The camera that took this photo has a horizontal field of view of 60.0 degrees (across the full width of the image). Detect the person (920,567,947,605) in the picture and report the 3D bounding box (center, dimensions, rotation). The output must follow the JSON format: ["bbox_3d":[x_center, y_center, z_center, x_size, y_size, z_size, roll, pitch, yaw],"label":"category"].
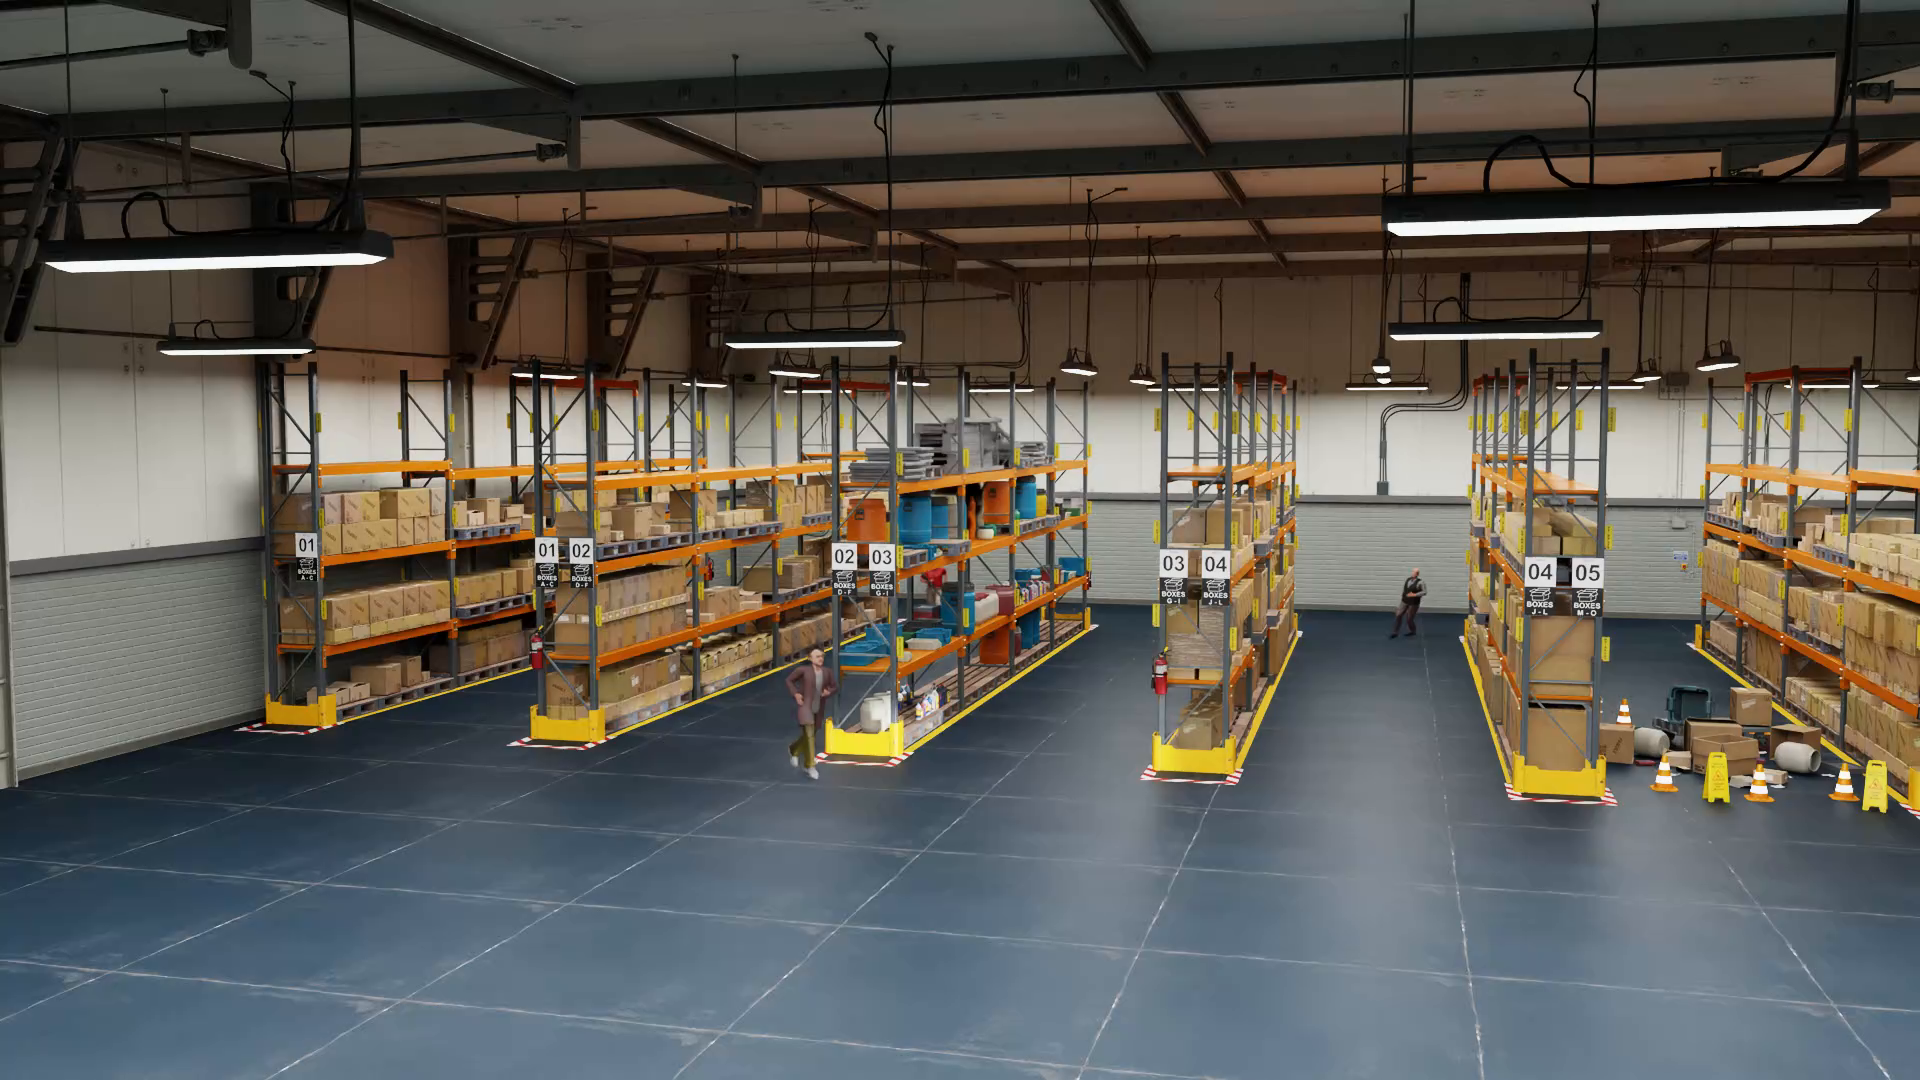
[{"bbox_3d":[-0.638,1.281,40.371,0.651,1.760,0.916,0,4,0],"label":"person"}]

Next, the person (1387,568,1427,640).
[{"bbox_3d":[10.417,1.475,38.389,0.843,1.683,0.784,-4,5,-41],"label":"person"}]

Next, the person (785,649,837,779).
[{"bbox_3d":[-2.117,2.462,23.894,0.732,1.800,0.976,-3,5,-33],"label":"person"}]
